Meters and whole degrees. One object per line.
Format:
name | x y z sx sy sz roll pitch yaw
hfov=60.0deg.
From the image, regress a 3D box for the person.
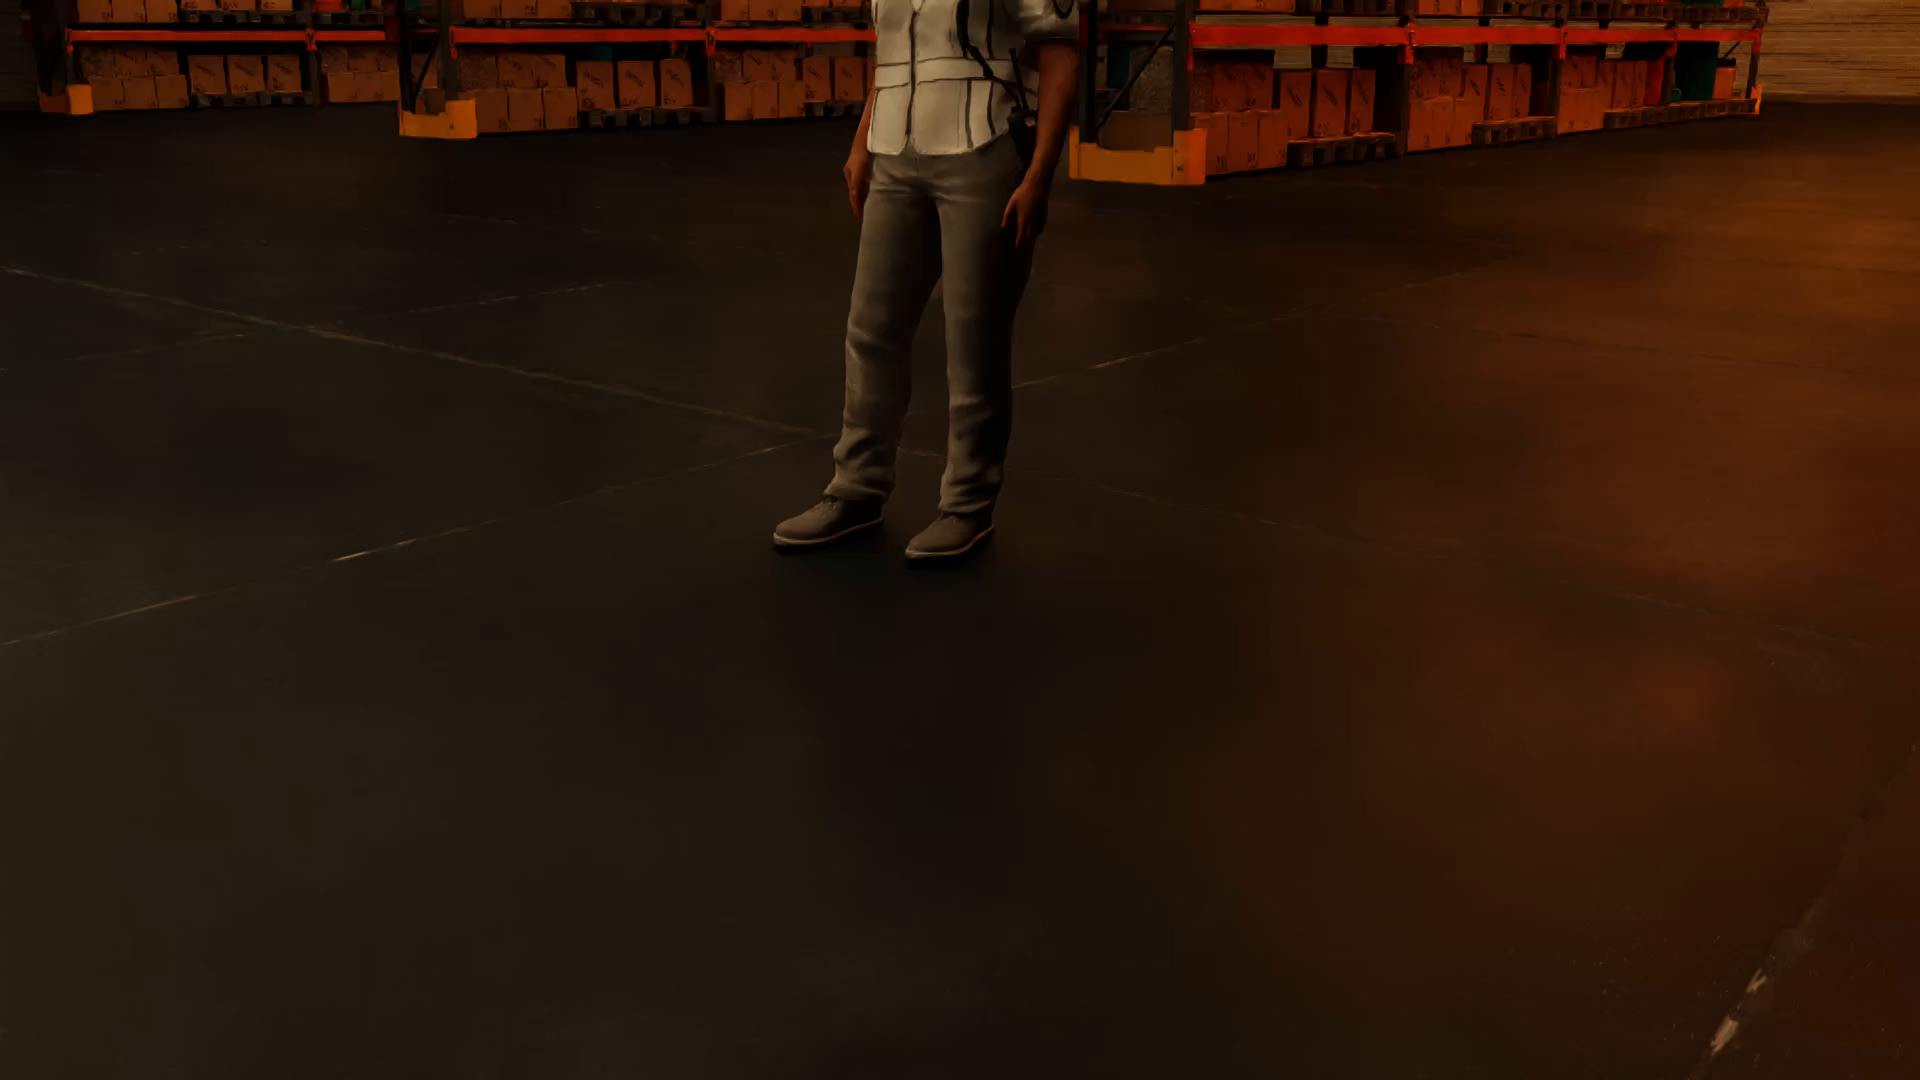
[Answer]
person | -0.066 -0.791 3.655 0.598 1.669 0.529 13 21 37
